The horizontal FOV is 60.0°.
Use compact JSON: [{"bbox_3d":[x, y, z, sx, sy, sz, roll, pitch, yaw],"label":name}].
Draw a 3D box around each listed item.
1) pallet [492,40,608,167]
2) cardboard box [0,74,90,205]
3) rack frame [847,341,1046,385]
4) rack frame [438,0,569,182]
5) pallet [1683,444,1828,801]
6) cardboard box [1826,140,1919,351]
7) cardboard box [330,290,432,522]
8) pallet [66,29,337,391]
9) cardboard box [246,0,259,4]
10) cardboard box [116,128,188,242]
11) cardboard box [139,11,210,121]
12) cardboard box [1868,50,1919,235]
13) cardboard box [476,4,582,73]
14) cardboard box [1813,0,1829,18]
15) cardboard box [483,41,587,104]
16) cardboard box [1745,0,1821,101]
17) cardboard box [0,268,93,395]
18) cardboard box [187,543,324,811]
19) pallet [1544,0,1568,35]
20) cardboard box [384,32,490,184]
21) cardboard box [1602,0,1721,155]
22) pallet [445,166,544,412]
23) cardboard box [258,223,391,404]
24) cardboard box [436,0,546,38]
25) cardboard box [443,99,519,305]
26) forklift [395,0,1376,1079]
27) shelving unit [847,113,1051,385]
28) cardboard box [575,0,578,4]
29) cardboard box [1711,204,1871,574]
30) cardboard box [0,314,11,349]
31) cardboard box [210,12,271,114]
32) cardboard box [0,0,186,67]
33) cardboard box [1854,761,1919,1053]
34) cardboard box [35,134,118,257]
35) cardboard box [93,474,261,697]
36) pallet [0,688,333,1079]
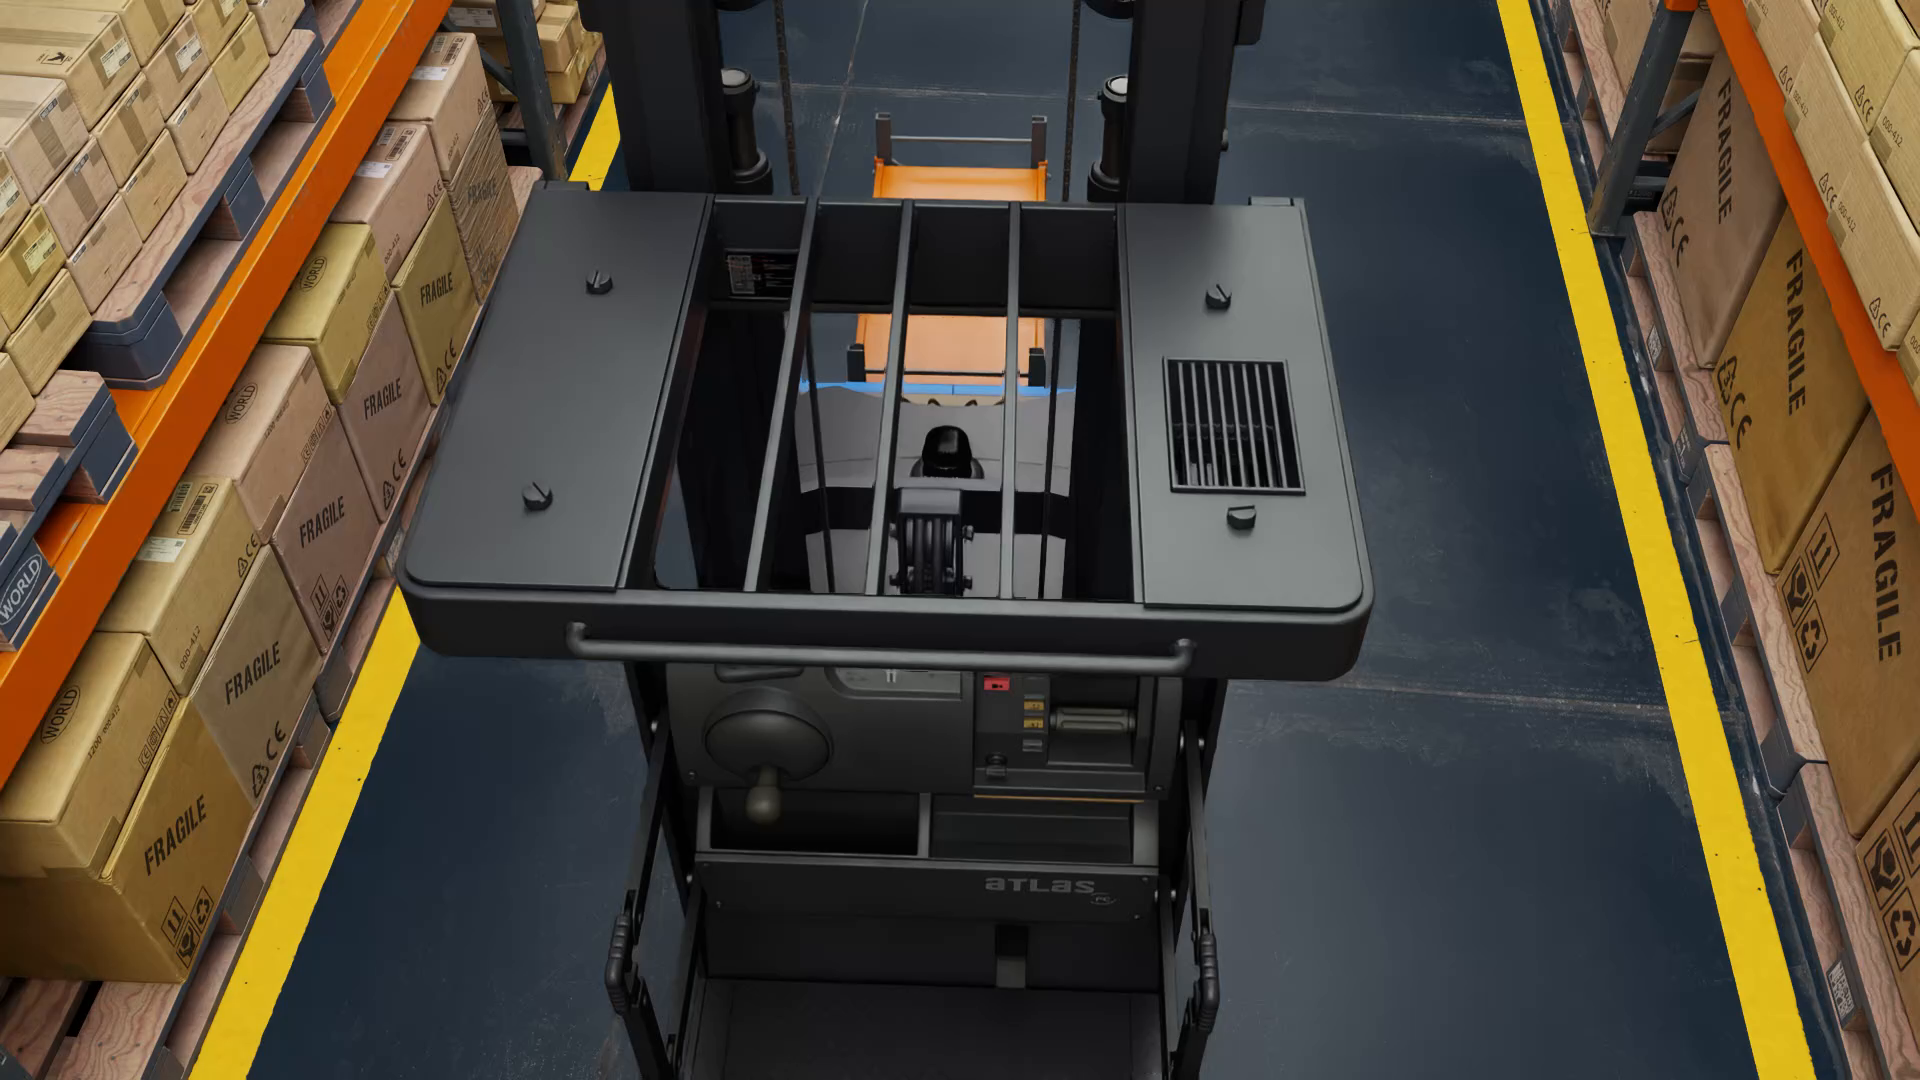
[{"bbox_3d":[-2.021,-1.986,6.923,1.003,0.211,1.213,4,48,4],"label":"pallet"},{"bbox_3d":[-2.080,-0.847,3.474,0.380,0.149,0.250,6,48,5],"label":"cardboard box"},{"bbox_3d":[-0.033,-0.103,4.582,0.500,1.125,0.032,2,48,1],"label":"rack frame"},{"bbox_3d":[-2.047,-2.431,5.440,1.000,3.000,0.127,4,48,4],"label":"rack frame"},{"bbox_3d":[2.788,0.240,4.887,1.003,0.211,1.213,4,48,4],"label":"pallet"},{"bbox_3d":[2.426,-0.693,3.953,0.500,0.250,0.500,3,48,3],"label":"cardboard box"},{"bbox_3d":[-1.961,-0.414,5.006,0.500,0.500,0.500,3,48,3],"label":"cardboard box"},{"bbox_3d":[-2.272,-0.884,4.156,1.003,0.211,1.213,4,48,4],"label":"pallet"},{"bbox_3d":[-1.980,-1.514,4.286,0.380,0.149,0.250,2,48,2],"label":"cardboard box"},{"bbox_3d":[-2.051,-0.838,3.869,0.380,0.149,0.250,4,48,4],"label":"cardboard box"},{"bbox_3d":[-2.031,-1.135,3.940,0.380,0.149,0.250,5,48,5],"label":"cardboard box"},{"bbox_3d":[2.435,-0.860,3.767,0.500,0.250,0.500,3,48,2],"label":"cardboard box"},{"bbox_3d":[-1.695,-1.956,6.452,0.380,0.149,0.250,6,48,5],"label":"cardboard box"},{"bbox_3d":[2.552,-1.601,4.444,0.500,0.250,0.500,5,48,4],"label":"cardboard box"},{"bbox_3d":[-1.694,-1.856,6.562,0.380,0.149,0.250,2,48,2],"label":"cardboard box"},{"bbox_3d":[2.543,-1.436,4.632,0.500,0.250,0.500,3,48,3],"label":"cardboard box"},{"bbox_3d":[-2.098,-0.457,3.521,0.380,0.149,0.250,6,48,5],"label":"cardboard box"},{"bbox_3d":[-2.050,0.338,4.317,0.500,0.500,0.500,4,48,4],"label":"cardboard box"},{"bbox_3d":[3.148,-2.683,7.561,1.003,0.211,1.213,4,48,4],"label":"pallet"},{"bbox_3d":[-1.863,-1.418,5.415,0.500,0.250,0.500,3,48,2],"label":"cardboard box"},{"bbox_3d":[3.056,-1.903,6.410,0.875,0.438,0.875,3,48,3],"label":"cardboard box"},{"bbox_3d":[-2.116,-0.917,5.946,1.003,0.211,1.213,4,48,4],"label":"pallet"},{"bbox_3d":[-1.957,-0.651,4.714,0.500,0.250,0.500,2,48,2],"label":"cardboard box"},{"bbox_3d":[-1.809,-2.050,6.337,0.380,0.149,0.250,6,48,5],"label":"cardboard box"},{"bbox_3d":[-1.863,-1.168,5.695,0.500,0.500,0.500,3,48,3],"label":"cardboard box"},{"bbox_3d":[-0.071,0.427,2.873,1.130,2.935,3.031,2,48,1],"label":"forklift"},{"bbox_3d":[-0.015,-0.478,4.925,0.538,1.125,1.048,2,48,1],"label":"shelving unit"},{"bbox_3d":[-1.698,-2.238,6.912,0.380,0.149,0.250,4,48,3],"label":"cardboard box"},{"bbox_3d":[2.841,-0.472,4.804,0.875,0.875,0.875,5,48,5],"label":"cardboard box"},{"bbox_3d":[-2.123,-0.386,3.255,0.380,0.149,0.250,3,48,2],"label":"cardboard box"},{"bbox_3d":[-2.001,-1.225,4.223,0.380,0.149,0.250,6,48,5],"label":"cardboard box"},{"bbox_3d":[-2.031,-1.225,3.820,0.380,0.149,0.250,3,48,3],"label":"cardboard box"},{"bbox_3d":[2.673,0.841,3.604,0.875,0.875,0.875,3,48,3],"label":"cardboard box"},{"bbox_3d":[-2.077,-0.755,3.592,0.380,0.149,0.250,4,48,4],"label":"cardboard box"},{"bbox_3d":[-2.061,0.094,4.032,0.500,0.250,0.500,3,48,3],"label":"cardboard box"},{"bbox_3d":[-2.338,0.876,4.306,1.003,0.211,1.213,4,48,4],"label":"pallet"}]
